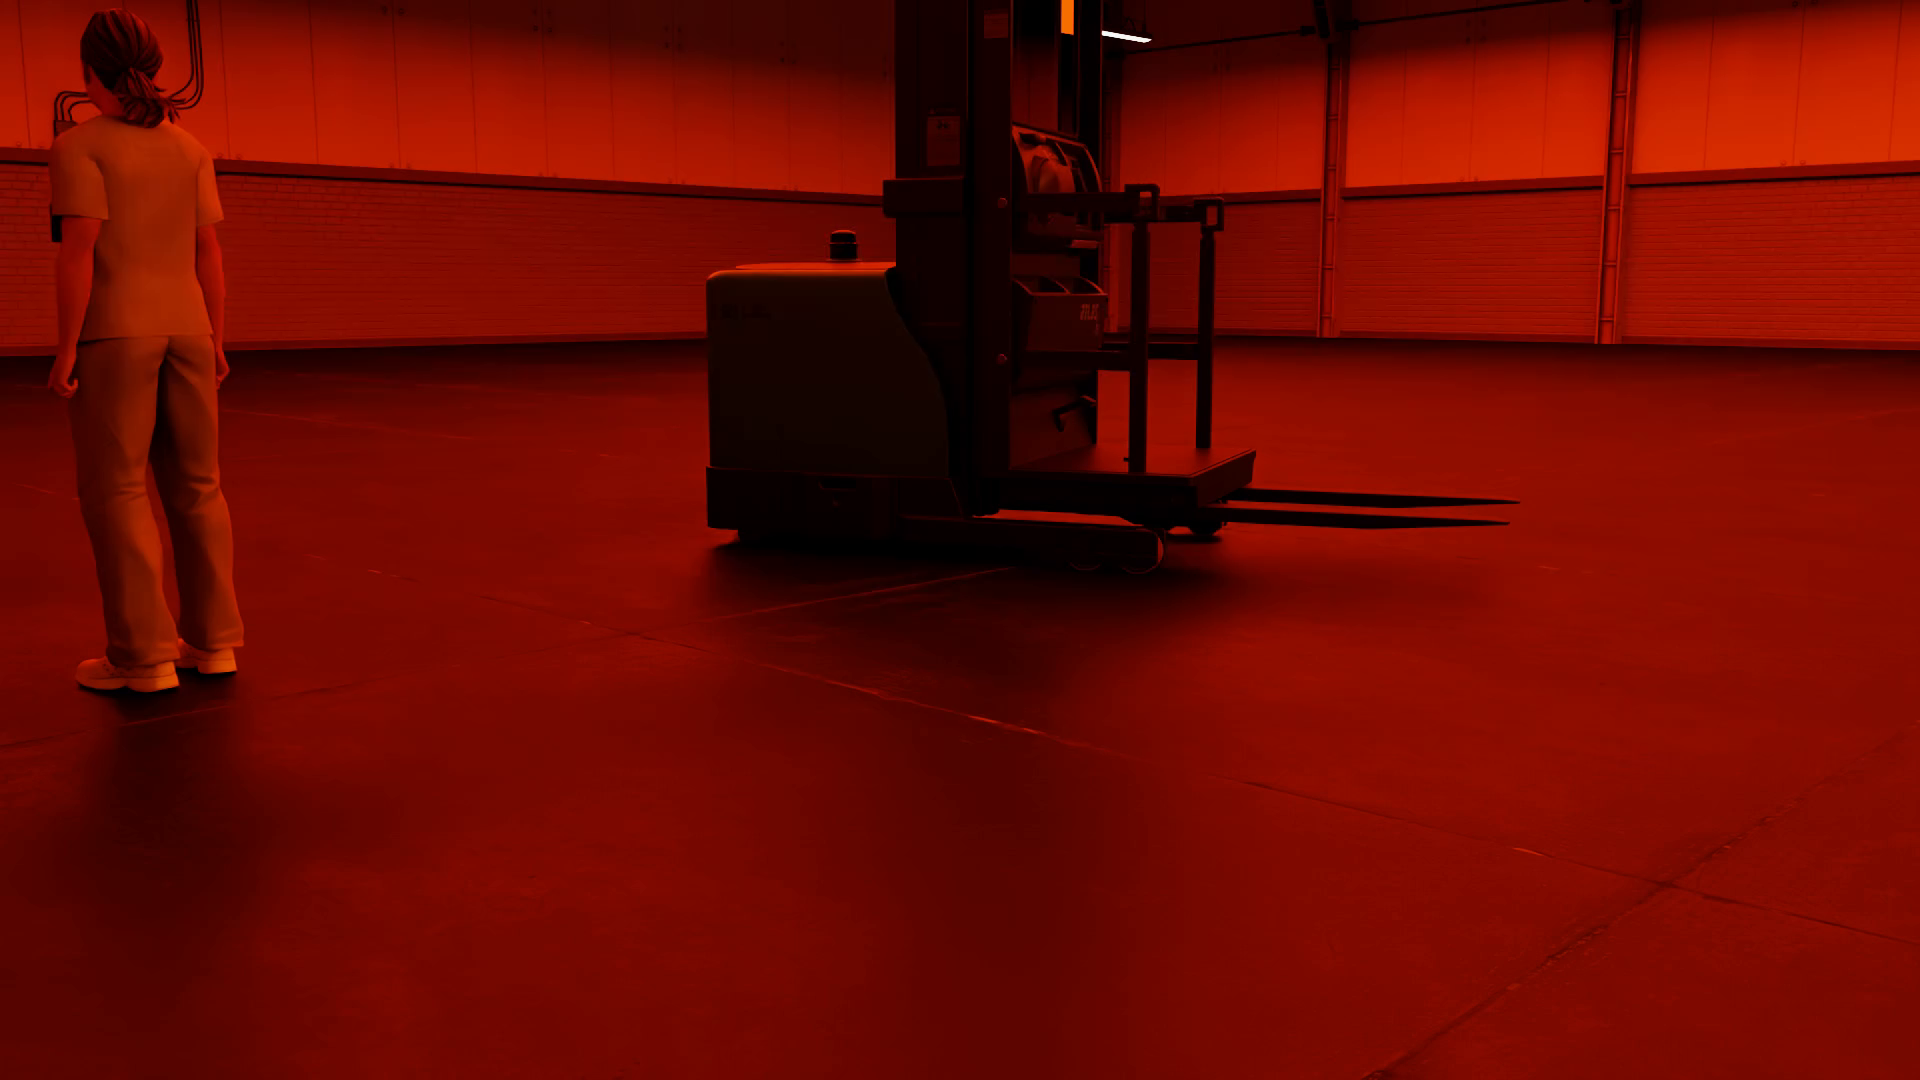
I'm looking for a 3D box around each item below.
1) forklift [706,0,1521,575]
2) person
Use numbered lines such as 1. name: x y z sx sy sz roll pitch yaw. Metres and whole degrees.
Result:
1. forklift: 0.565 -1.416 6.275 3.031 2.935 1.130 3 9 22
2. person: -2.057 -0.462 4.173 0.380 1.671 0.437 5 10 30
